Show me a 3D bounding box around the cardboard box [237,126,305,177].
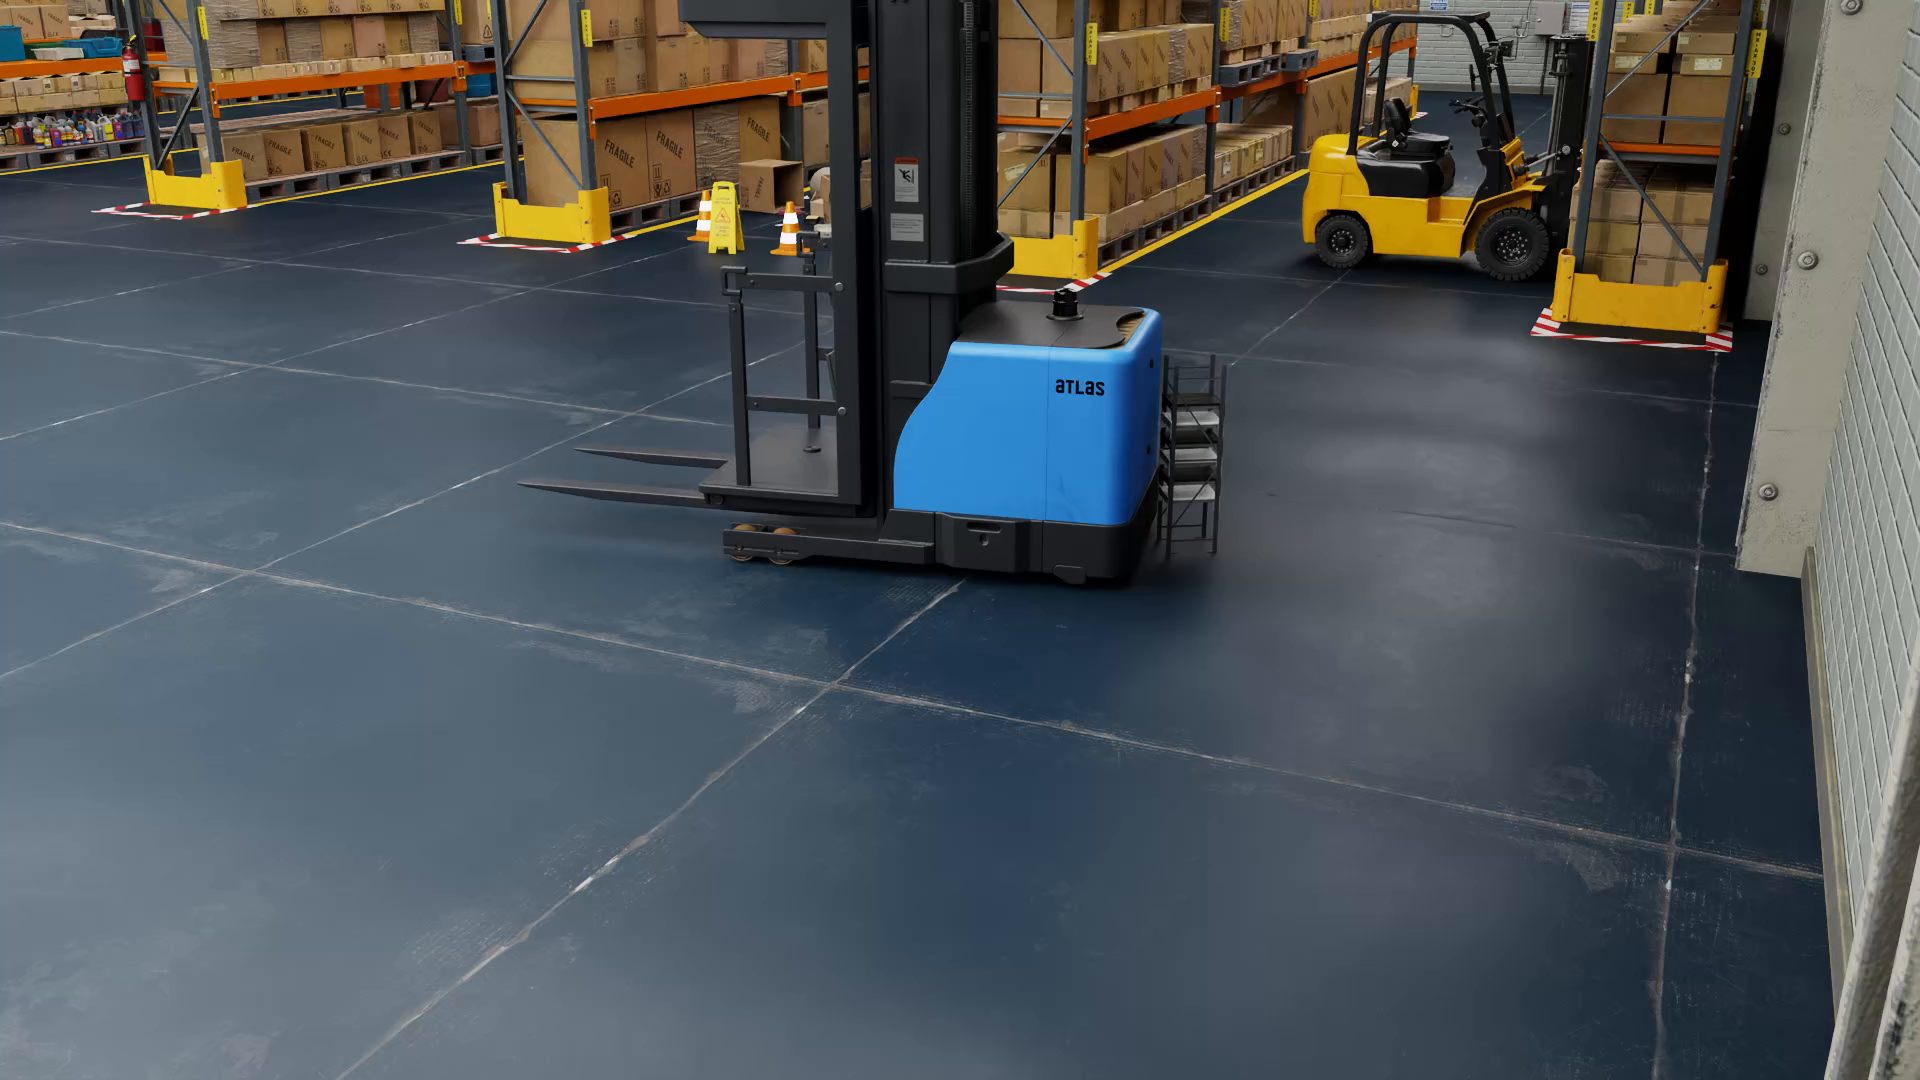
[{"bbox_3d":[-7.975,-4.500,19.250,0.500,0.500,0.500,15,25,37],"label":"cardboard box"}]

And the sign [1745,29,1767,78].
[{"bbox_3d":[5.615,-3.432,11.732,0.100,0.325,0.005,9,21,23],"label":"sign"}]

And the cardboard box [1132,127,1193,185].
[{"bbox_3d":[2.015,-3.850,16.674,0.500,0.500,0.500,9,21,24],"label":"cardboard box"}]

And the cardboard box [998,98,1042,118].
[{"bbox_3d":[0.539,-3.770,14.467,0.380,0.149,0.250,9,22,25],"label":"cardboard box"}]

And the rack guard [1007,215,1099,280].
[{"bbox_3d":[0.613,-2.590,14.505,1.175,0.500,0.348,9,21,23],"label":"rack guard"}]

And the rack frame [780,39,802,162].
[{"bbox_3d":[-2.338,-5.616,19.282,1.000,3.000,0.127,9,21,23],"label":"rack frame"}]

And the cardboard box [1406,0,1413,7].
[{"bbox_3d":[6.966,-8.810,26.623,0.500,0.500,0.500,9,21,23],"label":"cardboard box"}]

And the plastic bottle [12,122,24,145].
[{"bbox_3d":[-12.498,-5.403,22.092,0.152,0.276,0.135,9,21,23],"label":"plastic bottle"}]

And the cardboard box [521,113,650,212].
[{"bbox_3d":[-3.758,-3.806,16.738,0.875,0.875,0.875,9,21,23],"label":"cardboard box"}]

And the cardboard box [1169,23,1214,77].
[{"bbox_3d":[2.264,-4.985,16.915,0.500,0.500,0.500,8,21,21],"label":"cardboard box"}]

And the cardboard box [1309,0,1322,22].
[{"bbox_3d":[4.282,-6.825,21.043,0.500,0.500,0.500,8,21,21],"label":"cardboard box"}]

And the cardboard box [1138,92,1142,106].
[{"bbox_3d":[1.457,-4.095,15.381,0.380,0.149,0.250,9,22,25],"label":"cardboard box"}]

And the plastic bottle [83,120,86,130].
[{"bbox_3d":[-11.719,-5.506,22.370,0.061,0.283,0.133,9,21,23],"label":"plastic bottle"}]

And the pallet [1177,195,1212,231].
[{"bbox_3d":[1.977,-3.443,17.336,1.003,0.211,1.213,9,21,23],"label":"pallet"}]

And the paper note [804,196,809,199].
[{"bbox_3d":[-1.787,-3.887,18.852,0.147,0.020,0.142,-5,20,-15],"label":"paper note"}]

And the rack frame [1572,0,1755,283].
[{"bbox_3d":[5.111,-3.065,12.109,1.000,3.000,0.127,9,21,23],"label":"rack frame"}]

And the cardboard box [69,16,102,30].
[{"bbox_3d":[-14.763,-8.621,27.867,0.500,0.311,0.500,8,21,22],"label":"cardboard box"}]

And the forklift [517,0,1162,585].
[{"bbox_3d":[-0.609,-1.433,7.623,3.031,2.935,1.130,5,20,13],"label":"forklift"}]

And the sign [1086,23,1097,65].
[{"bbox_3d":[1.077,-4.078,13.667,0.100,0.325,0.005,9,21,23],"label":"sign"}]

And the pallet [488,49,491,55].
[{"bbox_3d":[-5.957,-6.849,23.036,1.003,0.211,1.213,9,21,23],"label":"pallet"}]

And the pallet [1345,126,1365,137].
[{"bbox_3d":[5.248,-5.853,24.111,1.003,0.211,1.213,9,21,23],"label":"pallet"}]

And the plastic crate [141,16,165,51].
[{"bbox_3d":[-11.421,-7.227,23.717,0.402,0.464,0.583,9,21,23],"label":"plastic crate"}]

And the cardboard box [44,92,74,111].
[{"bbox_3d":[-14.837,-7.149,27.072,0.500,0.250,0.500,9,21,24],"label":"cardboard box"}]

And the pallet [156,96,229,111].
[{"bbox_3d":[-13.879,-7.819,29.641,1.003,0.211,1.213,9,21,23],"label":"pallet"}]

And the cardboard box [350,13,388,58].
[{"bbox_3d":[-7.412,-6.071,19.969,0.875,0.500,0.500,9,21,23],"label":"cardboard box"}]

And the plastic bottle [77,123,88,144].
[{"bbox_3d":[-11.687,-5.414,22.132,0.097,0.271,0.097,0,20,0],"label":"plastic bottle"}]

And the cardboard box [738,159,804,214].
[{"bbox_3d":[-2.037,-3.824,17.971,0.500,0.500,0.500,13,23,32],"label":"cardboard box"}]

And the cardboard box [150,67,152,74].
[{"bbox_3d":[-16.703,-10.046,34.845,0.700,0.500,0.500,9,21,23],"label":"cardboard box"}]

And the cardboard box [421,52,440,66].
[{"bbox_3d":[-6.752,-6.027,20.816,0.380,0.149,0.250,9,21,23],"label":"cardboard box"}]

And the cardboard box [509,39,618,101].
[{"bbox_3d":[-3.865,-4.583,16.155,0.875,0.550,0.550,9,21,23],"label":"cardboard box"}]

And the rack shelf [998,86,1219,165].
[{"bbox_3d":[1.400,-4.017,15.861,1.077,0.370,4.000,9,21,23],"label":"rack shelf"}]

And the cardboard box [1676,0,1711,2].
[{"bbox_3d":[10.618,-7.818,24.136,0.500,0.500,0.500,9,22,24],"label":"cardboard box"}]

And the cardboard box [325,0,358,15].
[{"bbox_3d":[-7.372,-6.352,19.268,0.500,0.500,0.500,9,21,23],"label":"cardboard box"}]

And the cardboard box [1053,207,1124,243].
[{"bbox_3d":[1.164,-2.855,14.998,0.500,0.250,0.500,8,21,22],"label":"cardboard box"}]

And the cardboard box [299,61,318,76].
[{"bbox_3d":[-7.620,-5.423,19.117,0.380,0.149,0.250,9,21,23],"label":"cardboard box"}]

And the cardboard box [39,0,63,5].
[{"bbox_3d":[-17.675,-10.369,32.027,0.500,0.500,0.500,9,22,24],"label":"cardboard box"}]

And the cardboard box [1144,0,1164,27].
[{"bbox_3d":[1.612,-5.368,16.500,0.700,0.500,0.500,9,21,23],"label":"cardboard box"}]

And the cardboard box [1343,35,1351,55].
[{"bbox_3d":[5.108,-6.863,23.015,0.500,0.250,0.500,8,21,21],"label":"cardboard box"}]

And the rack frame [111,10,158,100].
[{"bbox_3d":[-14.223,-8.911,28.548,0.949,2.616,0.053,9,21,23],"label":"rack frame"}]

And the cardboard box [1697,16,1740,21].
[{"bbox_3d":[6.754,-4.570,14.782,0.380,0.149,0.250,8,21,21],"label":"cardboard box"}]

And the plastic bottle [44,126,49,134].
[{"bbox_3d":[-12.249,-5.458,22.359,0.097,0.201,0.097,0,20,0],"label":"plastic bottle"}]

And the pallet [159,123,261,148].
[{"bbox_3d":[-11.054,-5.938,24.351,1.003,0.211,1.213,9,21,23],"label":"pallet"}]

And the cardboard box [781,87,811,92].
[{"bbox_3d":[-3.202,-8.160,28.982,0.875,0.875,0.875,9,21,23],"label":"cardboard box"}]

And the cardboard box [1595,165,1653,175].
[{"bbox_3d":[5.417,-2.934,13.727,0.500,0.250,0.500,9,21,23],"label":"cardboard box"}]

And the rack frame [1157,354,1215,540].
[{"bbox_3d":[1.063,-0.431,7.838,0.240,0.900,0.006,-2,20,-6],"label":"rack frame"}]

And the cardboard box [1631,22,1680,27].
[{"bbox_3d":[5.689,-4.166,13.644,0.380,0.149,0.250,9,21,23],"label":"cardboard box"}]

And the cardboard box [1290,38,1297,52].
[{"bbox_3d":[3.832,-5.962,20.005,0.380,0.149,0.250,8,21,22],"label":"cardboard box"}]

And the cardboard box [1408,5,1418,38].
[{"bbox_3d":[7.177,-8.499,27.241,0.500,0.500,0.500,9,21,23],"label":"cardboard box"}]

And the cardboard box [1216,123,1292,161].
[{"bbox_3d":[3.617,-4.978,20.786,0.950,0.372,0.625,7,21,19],"label":"cardboard box"}]

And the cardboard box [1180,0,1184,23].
[{"bbox_3d":[2.199,-5.525,17.808,0.500,0.500,0.500,8,21,22],"label":"cardboard box"}]

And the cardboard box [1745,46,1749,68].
[{"bbox_3d":[5.971,-3.786,13.021,0.380,0.149,0.250,9,21,23],"label":"cardboard box"}]

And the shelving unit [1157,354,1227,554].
[{"bbox_3d":[1.074,-0.397,7.743,0.258,0.900,0.210,-2,20,-6],"label":"shelving unit"}]

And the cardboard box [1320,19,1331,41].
[{"bbox_3d":[4.503,-6.634,21.623,0.500,0.250,0.500,9,22,24],"label":"cardboard box"}]

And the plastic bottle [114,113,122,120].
[{"bbox_3d":[-11.871,-5.891,23.473,0.097,0.271,0.097,0,20,0],"label":"plastic bottle"}]

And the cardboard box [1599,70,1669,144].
[{"bbox_3d":[5.073,-3.298,12.617,0.500,0.500,0.500,8,21,21],"label":"cardboard box"}]
